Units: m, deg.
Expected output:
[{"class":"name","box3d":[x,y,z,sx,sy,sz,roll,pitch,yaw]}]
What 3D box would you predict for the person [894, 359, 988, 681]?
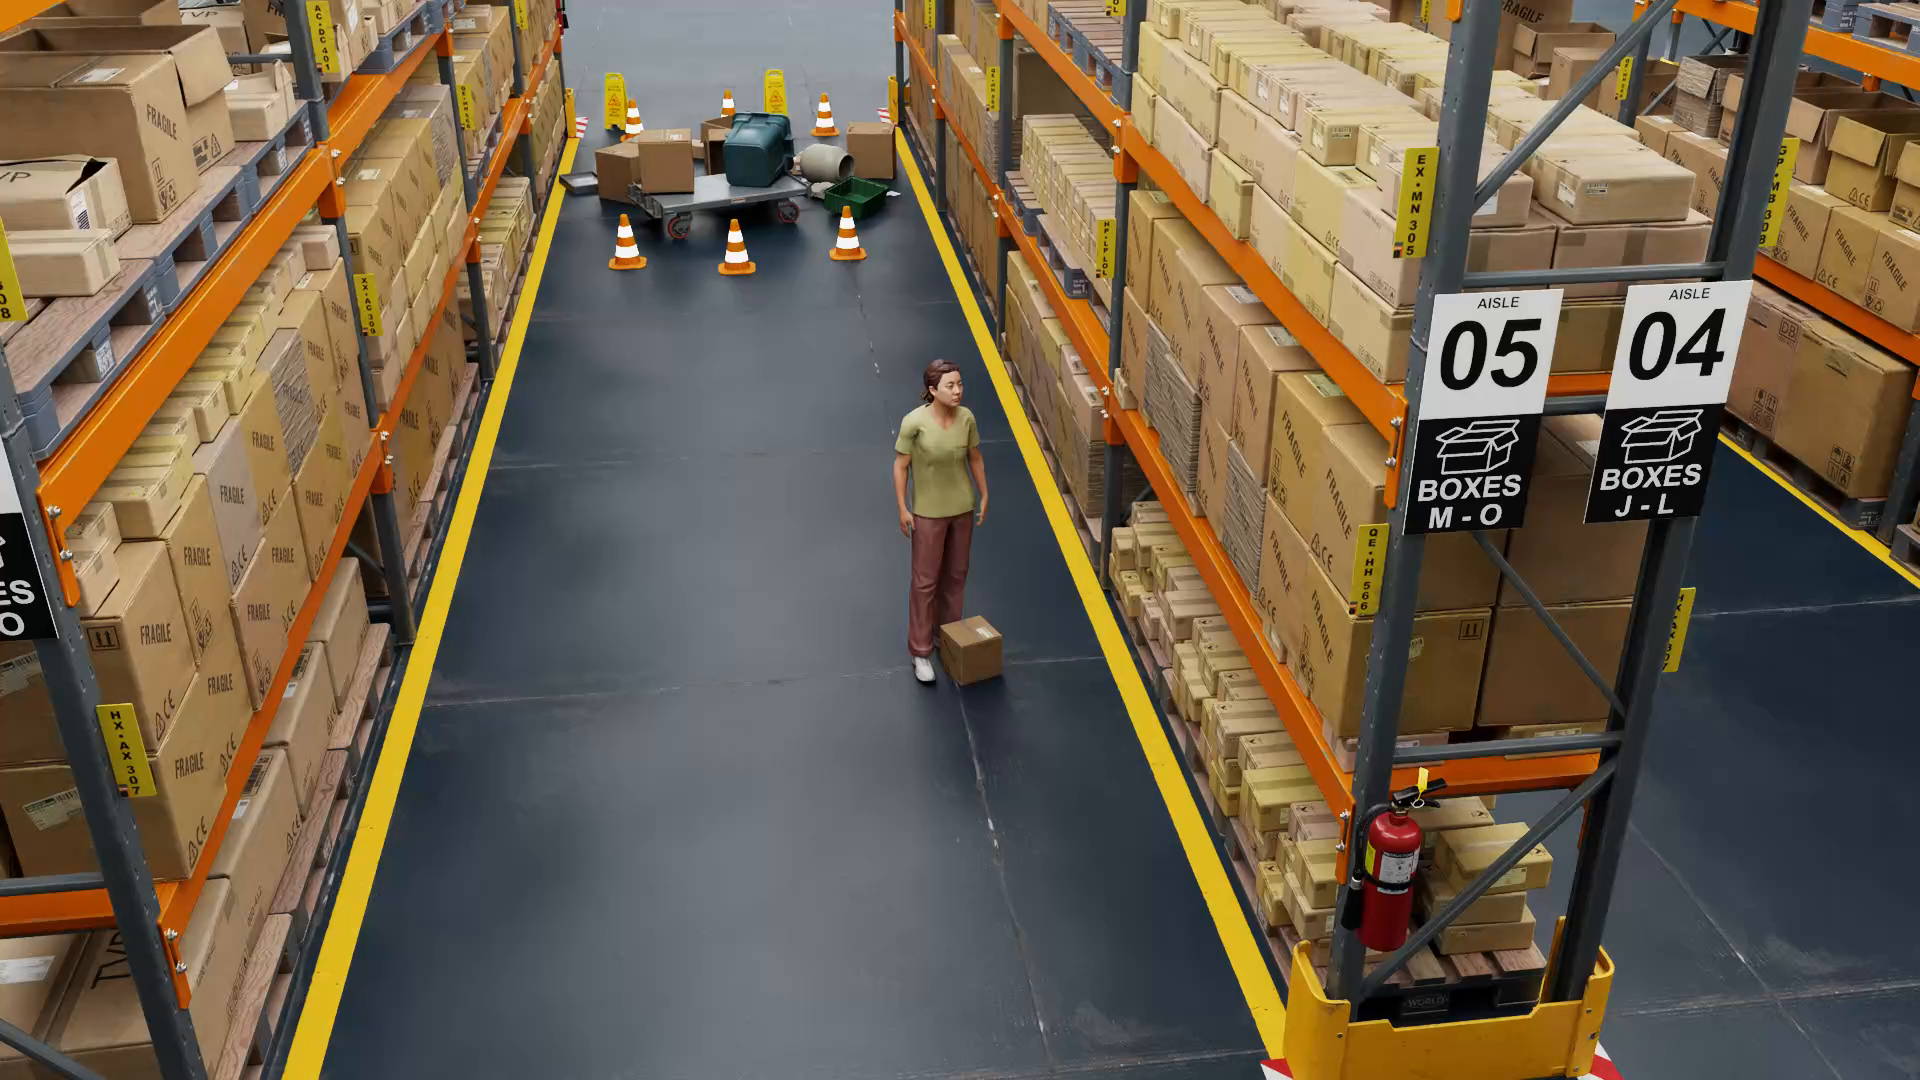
[{"class":"person","box3d":[-0.067,-0.124,8.841,0.554,1.676,0.549,-13,30,-24]}]
